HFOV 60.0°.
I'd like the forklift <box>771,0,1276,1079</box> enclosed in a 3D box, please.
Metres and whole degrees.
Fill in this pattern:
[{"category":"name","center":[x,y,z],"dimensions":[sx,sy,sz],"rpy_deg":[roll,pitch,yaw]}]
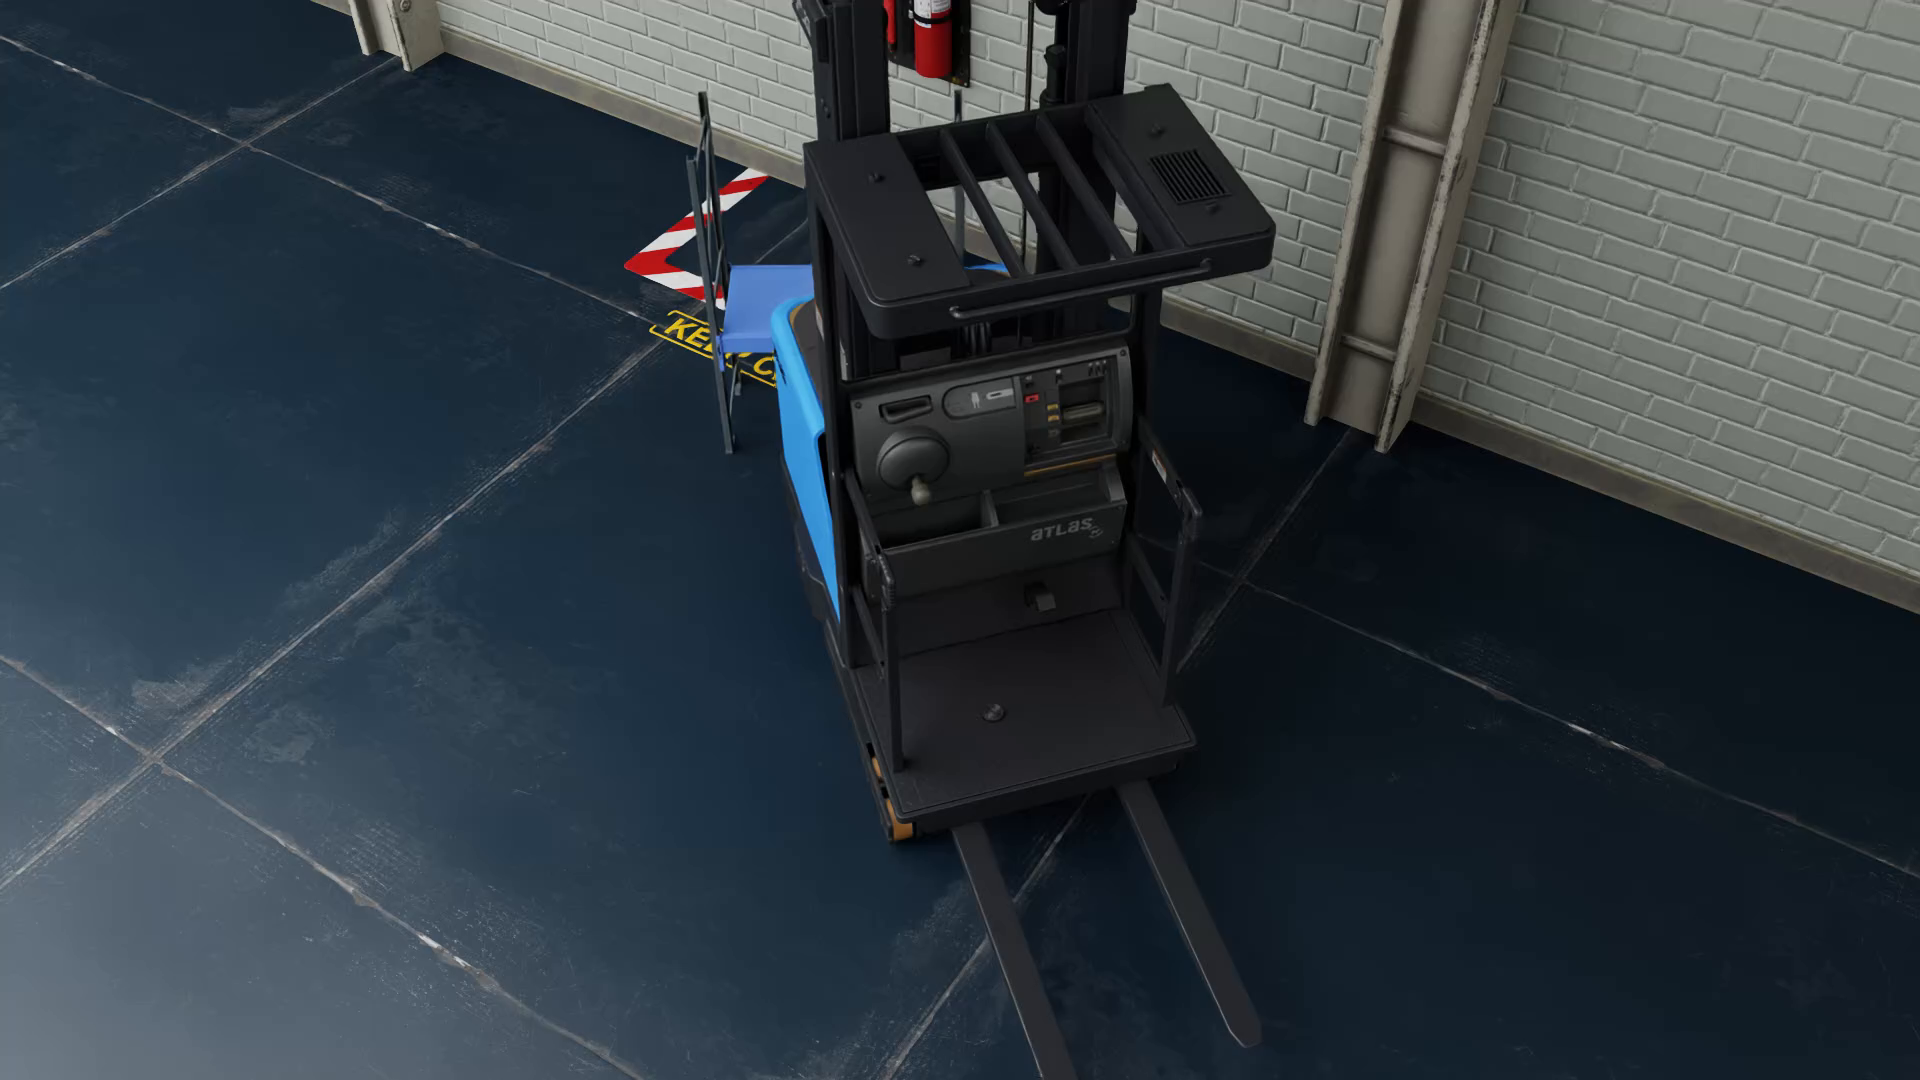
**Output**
[{"category":"forklift","center":[0.175,-0.276,5.197],"dimensions":[1.130,2.935,3.031],"rpy_deg":[-12,47,-12]}]

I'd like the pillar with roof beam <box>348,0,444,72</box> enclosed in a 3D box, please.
[{"category":"pillar with roof beam","center":[-5.580,-3.409,4.010],"dimensions":[0.400,9.000,9.100],"rpy_deg":[25,51,22]}]

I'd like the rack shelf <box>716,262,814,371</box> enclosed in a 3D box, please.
[{"category":"rack shelf","center":[-0.512,-0.964,7.113],"dimensions":[1.000,0.185,0.538],"rpy_deg":[-1,46,-1]}]

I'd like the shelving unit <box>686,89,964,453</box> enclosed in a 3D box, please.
[{"category":"shelving unit","center":[-0.512,-1.089,6.984],"dimensions":[1.048,1.500,0.538],"rpy_deg":[-1,46,-1]}]

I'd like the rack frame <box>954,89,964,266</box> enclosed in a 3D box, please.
[{"category":"rack frame","center":[-0.004,-1.094,6.989],"dimensions":[0.032,1.500,0.500],"rpy_deg":[-1,46,-1]}]

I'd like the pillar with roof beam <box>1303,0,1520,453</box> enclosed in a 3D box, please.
[{"category":"pillar with roof beam","center":[-0.529,-1.086,1.753],"dimensions":[0.400,9.000,9.100],"rpy_deg":[25,51,22]}]

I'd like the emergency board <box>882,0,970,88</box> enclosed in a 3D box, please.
[{"category":"emergency board","center":[-0.265,-2.574,7.382],"dimensions":[0.643,1.169,0.194],"rpy_deg":[25,51,22]}]

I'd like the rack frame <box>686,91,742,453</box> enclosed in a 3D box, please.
[{"category":"rack frame","center":[-1.020,-1.084,6.980],"dimensions":[0.032,1.500,0.500],"rpy_deg":[-1,46,-1]}]
